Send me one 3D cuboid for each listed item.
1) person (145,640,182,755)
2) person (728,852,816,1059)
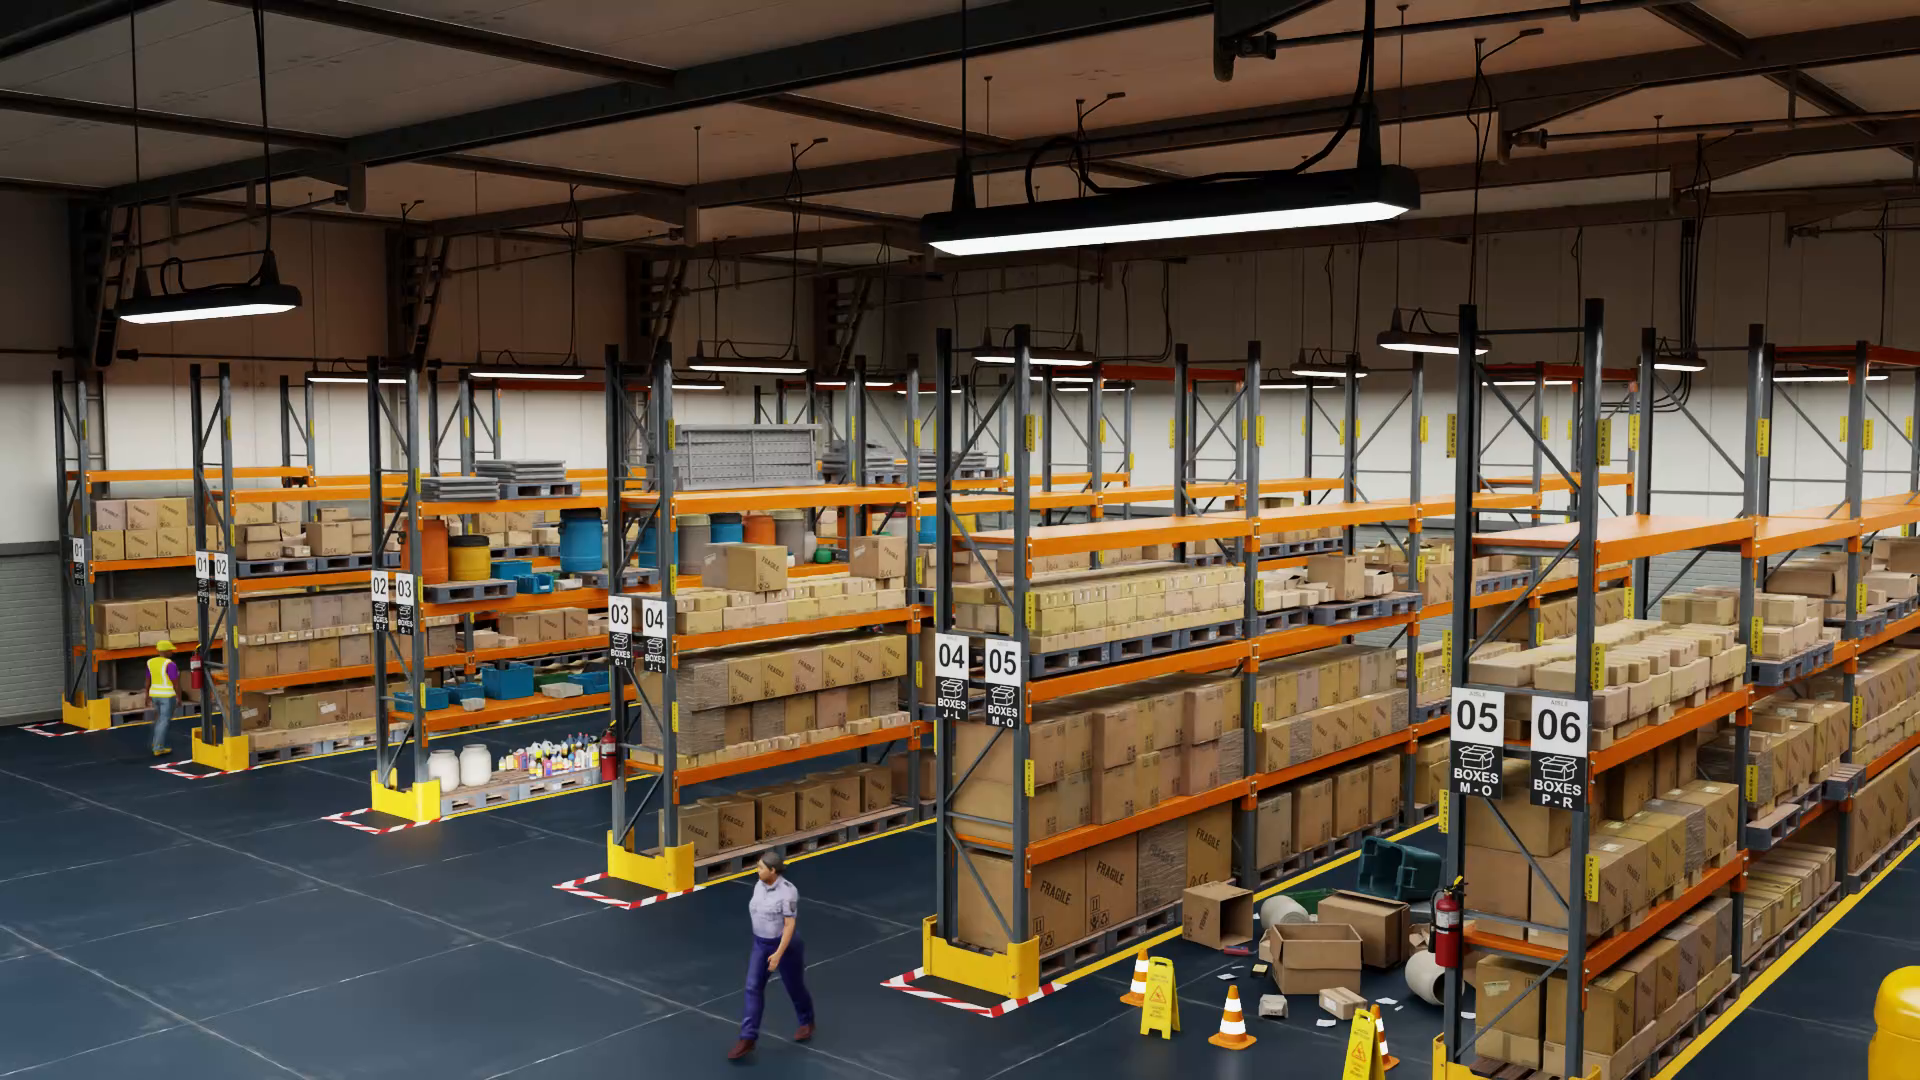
[{"bbox_3d":[-12.318,2.419,25.707,0.649,1.749,0.510,1,4,18],"label":"person"},{"bbox_3d":[-1.553,3.357,13.623,0.501,1.607,0.913,3,5,33],"label":"person"}]
